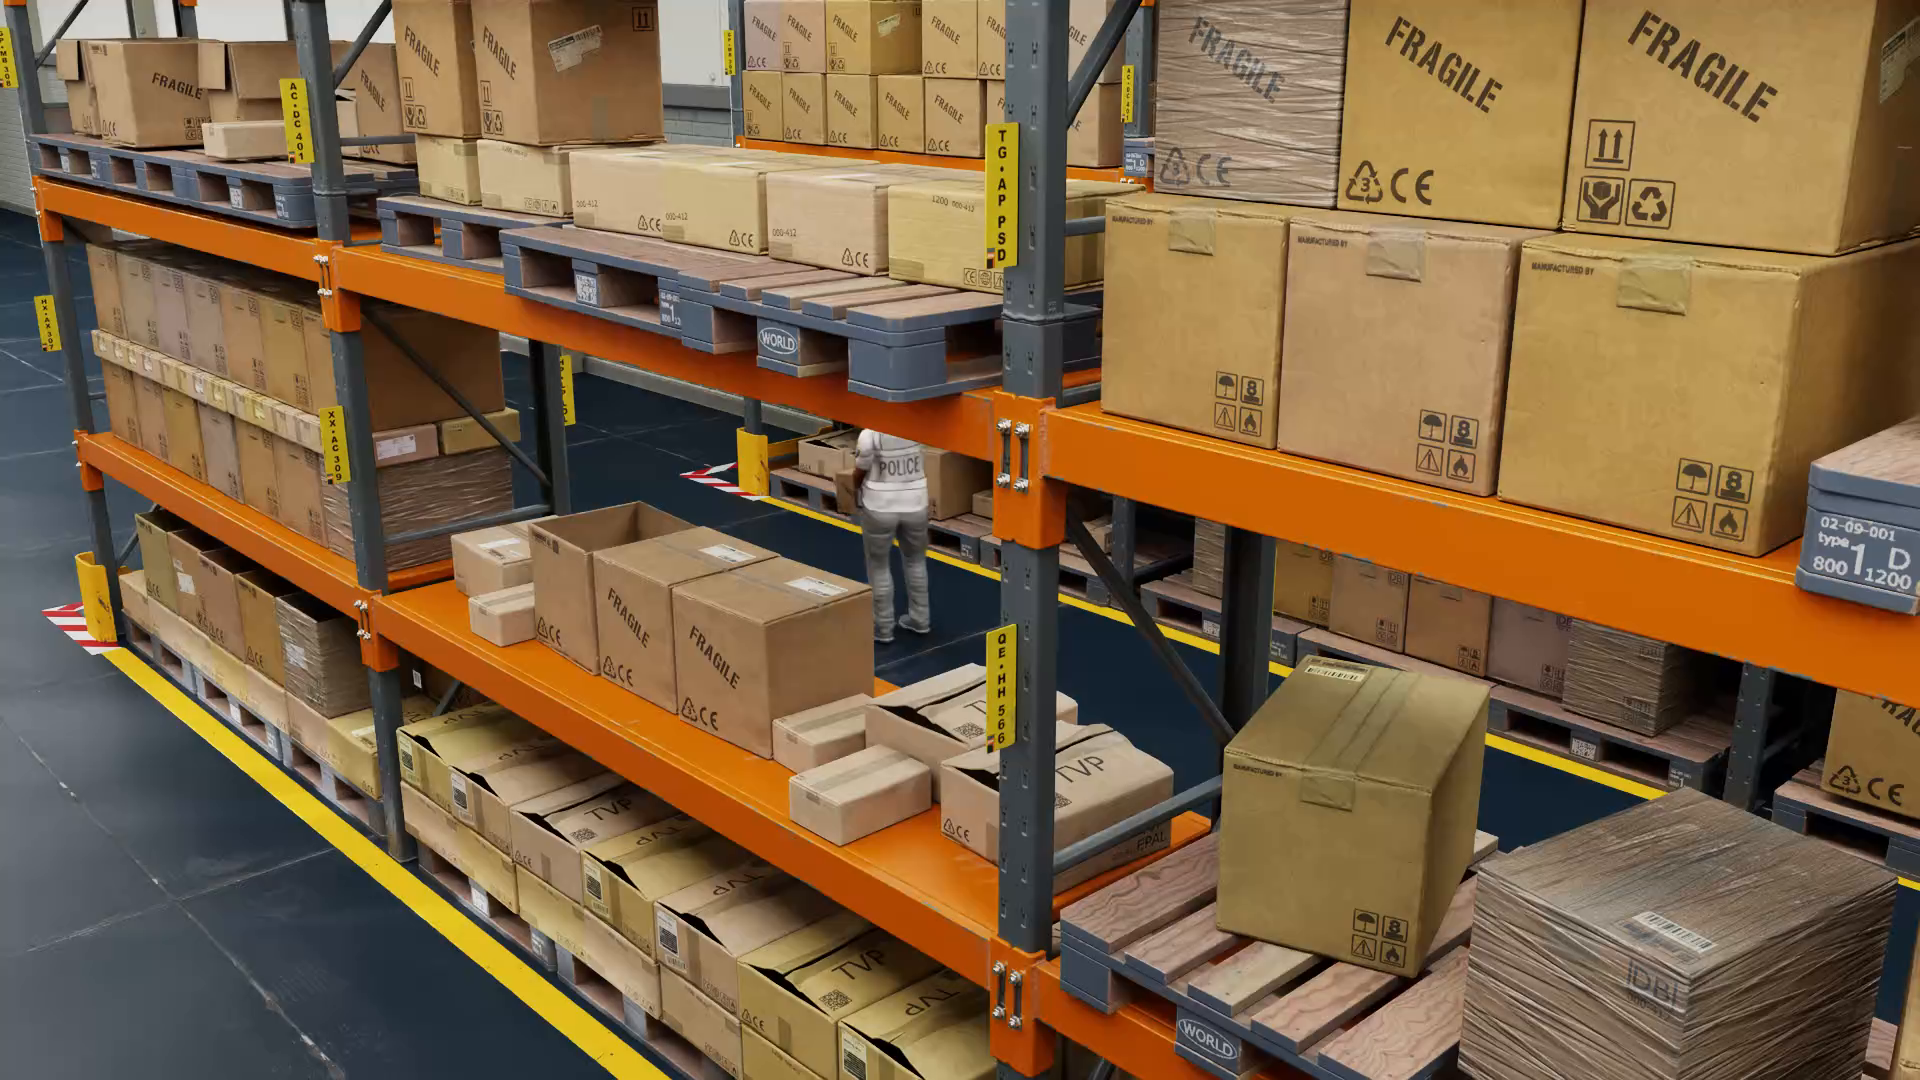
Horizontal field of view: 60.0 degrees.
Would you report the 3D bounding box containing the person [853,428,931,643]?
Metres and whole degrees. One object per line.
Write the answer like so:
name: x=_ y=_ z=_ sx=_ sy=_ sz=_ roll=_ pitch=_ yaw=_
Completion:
person: x=-0.426 y=-0.199 z=10.168 sx=0.486 sy=1.670 sz=0.497 roll=-7 pitch=19 yaw=-21
